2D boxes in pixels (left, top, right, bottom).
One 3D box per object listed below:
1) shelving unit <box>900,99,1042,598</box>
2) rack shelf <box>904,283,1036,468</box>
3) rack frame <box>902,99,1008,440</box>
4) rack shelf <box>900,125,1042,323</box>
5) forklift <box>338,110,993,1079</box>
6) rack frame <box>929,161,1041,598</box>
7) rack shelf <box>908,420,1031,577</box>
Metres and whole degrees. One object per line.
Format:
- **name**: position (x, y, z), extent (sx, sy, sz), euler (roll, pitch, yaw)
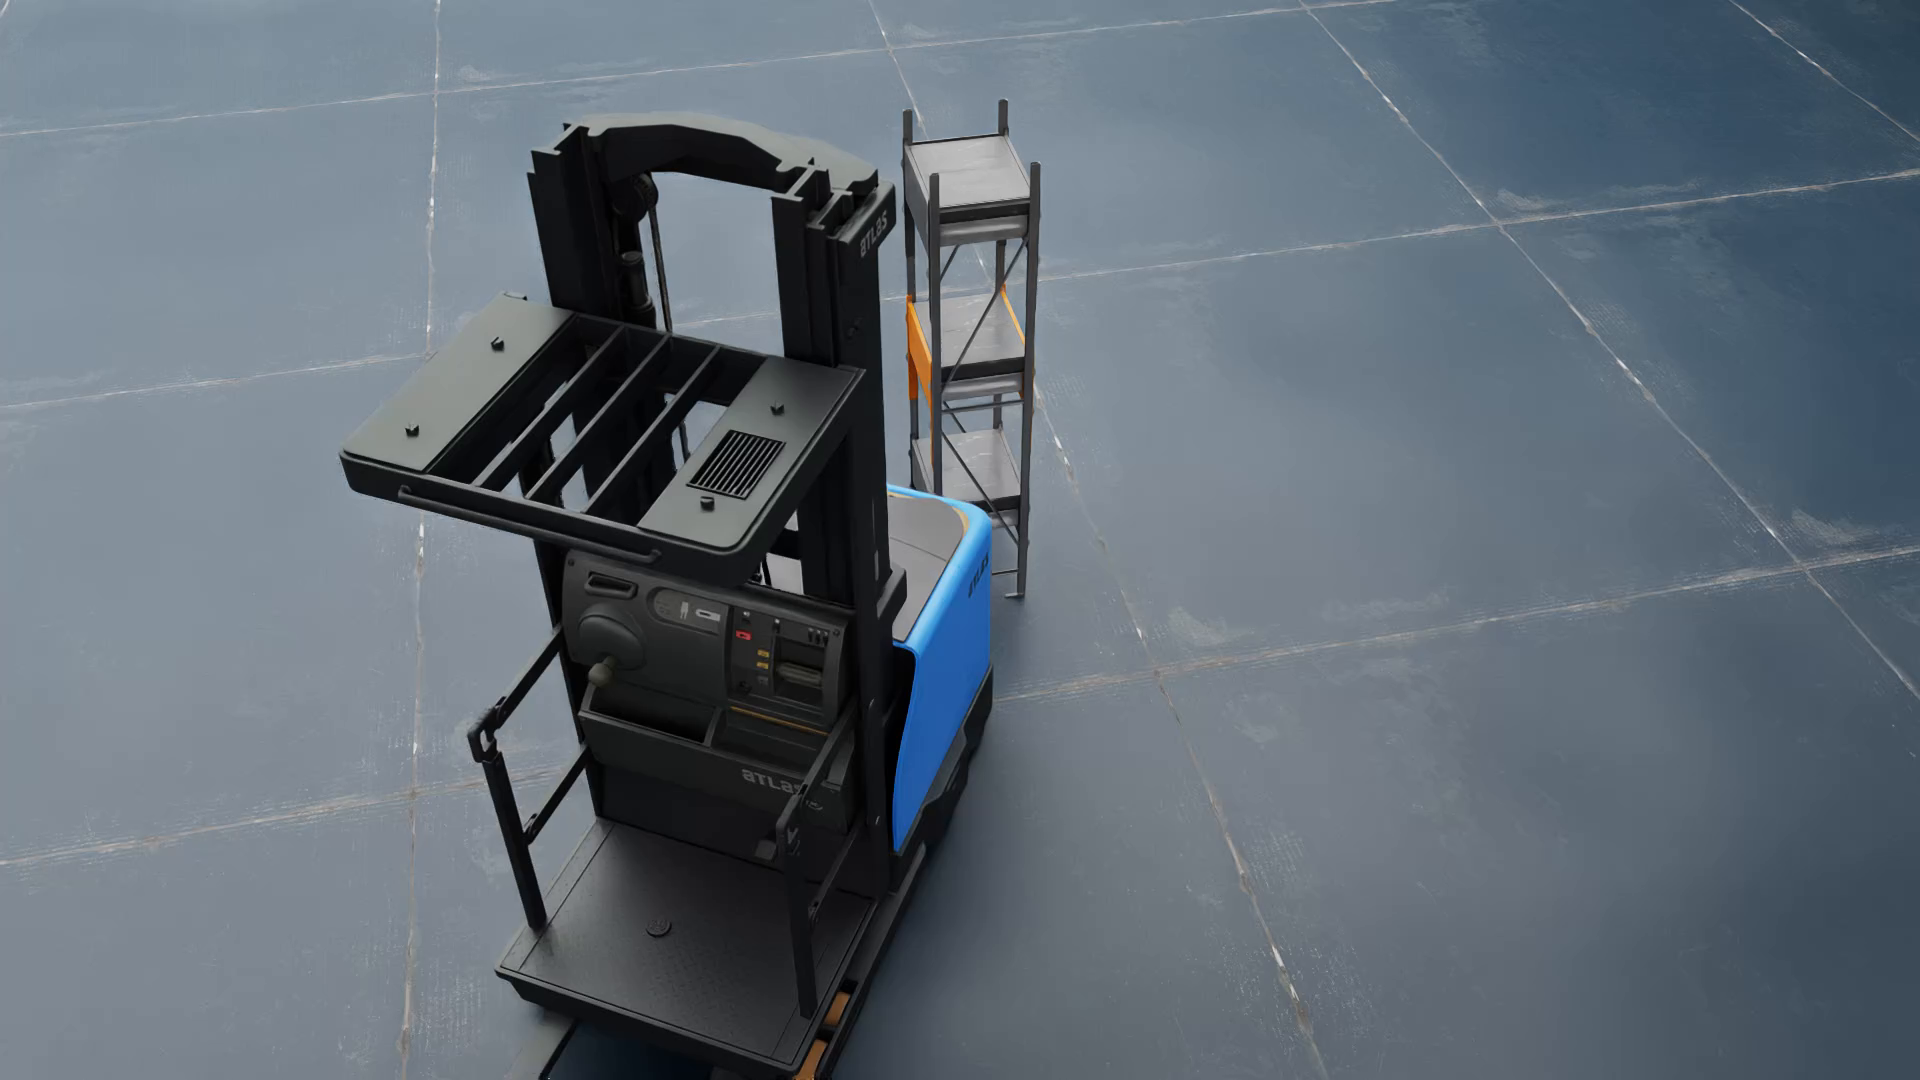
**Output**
- **shelving unit**: position (0.036, -0.678, 6.714), extent (0.431, 2.100, 0.503), euler (-8, 42, -9)
- **rack shelf**: position (0.036, -0.668, 6.723), extent (0.431, 0.518, 0.480), euler (-8, 42, -9)
- **rack frame**: position (-0.017, -0.836, 6.892), extent (0.400, 2.100, 0.015), euler (-8, 42, -9)
- **rack shelf**: position (0.036, -1.191, 6.258), extent (0.431, 0.518, 0.480), euler (-8, 42, -9)
- **forklift**: position (-0.854, 0.397, 4.877), extent (1.130, 2.935, 3.031), euler (14, 43, 15)
- **rack frame**: position (0.088, -0.520, 6.536), extent (0.400, 2.100, 0.015), euler (-8, 42, -9)
- **rack shelf**: position (0.036, -0.144, 7.188), extent (0.431, 0.518, 0.480), euler (-8, 42, -9)
